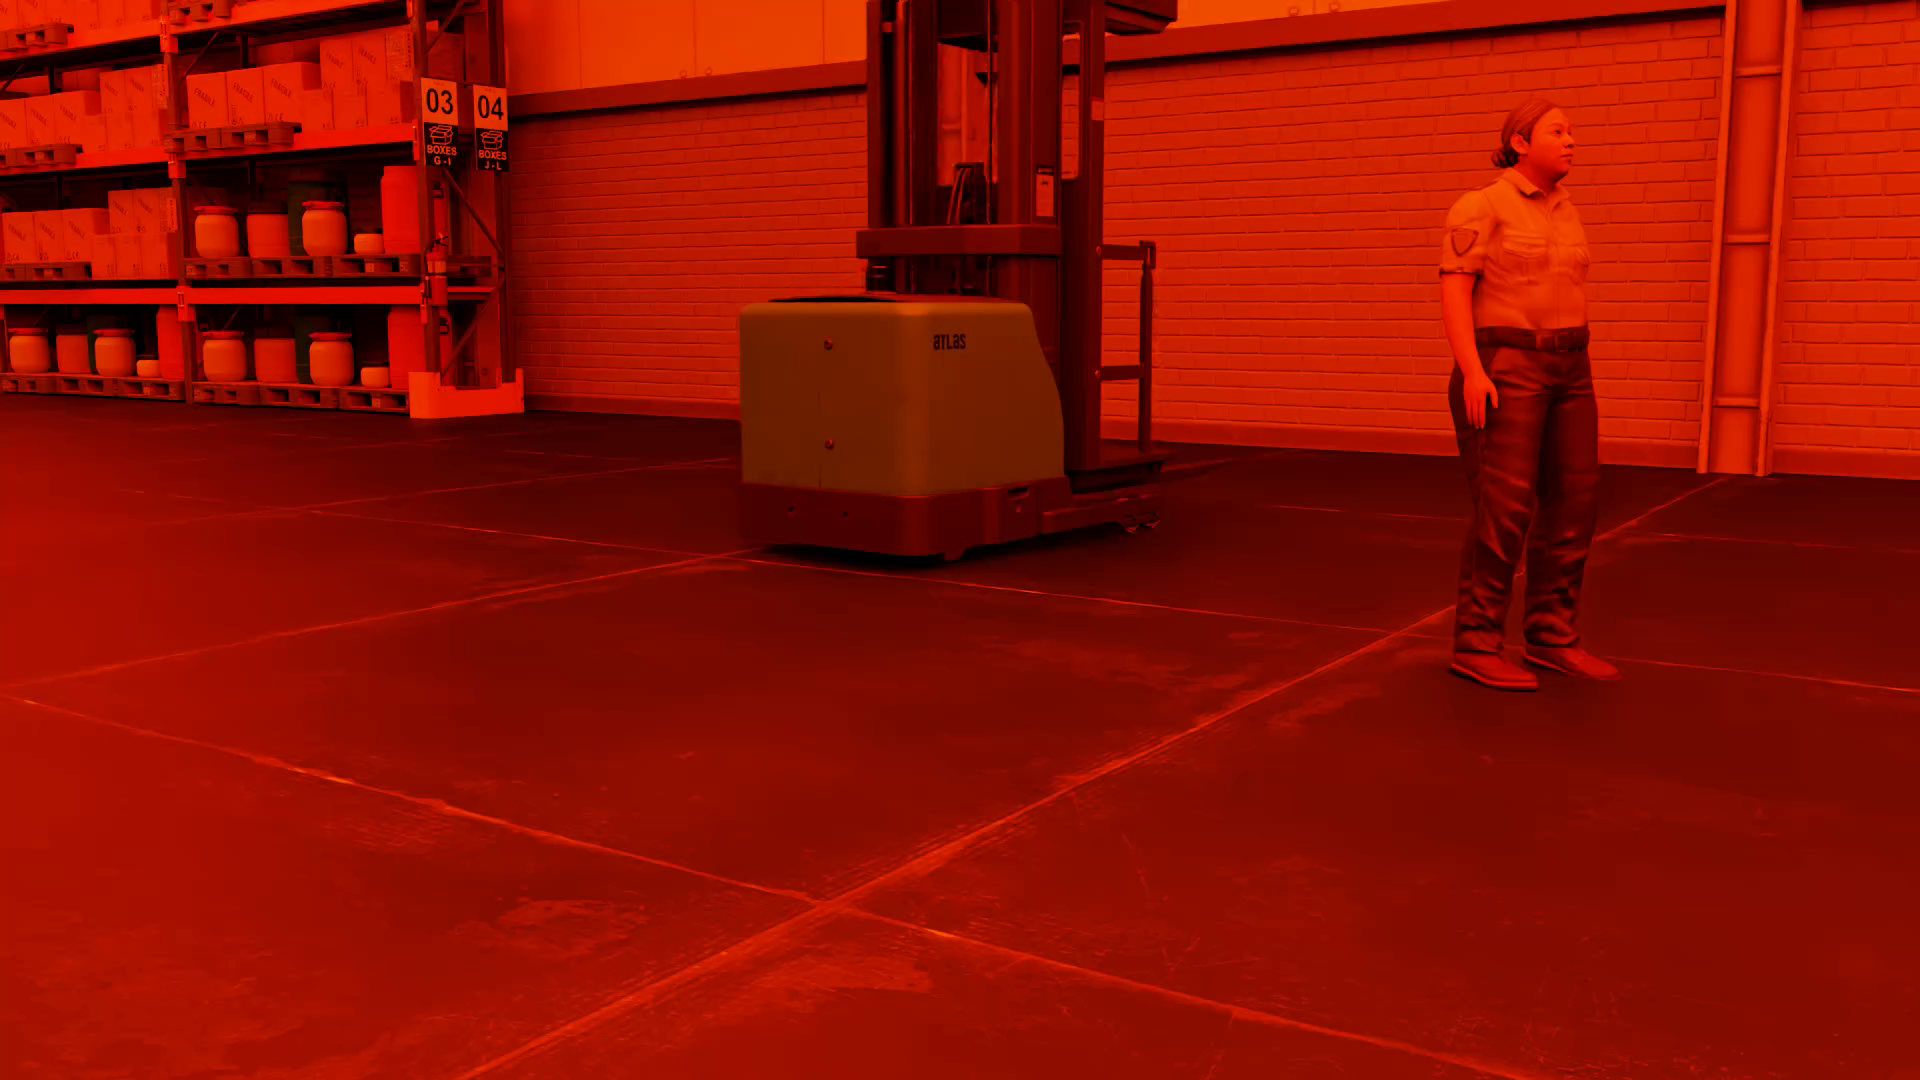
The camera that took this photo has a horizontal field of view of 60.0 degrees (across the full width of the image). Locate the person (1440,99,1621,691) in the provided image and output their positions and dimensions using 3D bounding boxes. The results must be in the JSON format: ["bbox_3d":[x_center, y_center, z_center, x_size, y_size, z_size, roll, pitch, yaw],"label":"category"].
[{"bbox_3d":[1.660,-0.423,4.780,0.559,1.668,0.434,-5,9,-29],"label":"person"}]

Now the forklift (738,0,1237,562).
[{"bbox_3d":[0.330,-1.523,7.905,1.130,2.935,3.031,6,10,37],"label":"forklift"}]
